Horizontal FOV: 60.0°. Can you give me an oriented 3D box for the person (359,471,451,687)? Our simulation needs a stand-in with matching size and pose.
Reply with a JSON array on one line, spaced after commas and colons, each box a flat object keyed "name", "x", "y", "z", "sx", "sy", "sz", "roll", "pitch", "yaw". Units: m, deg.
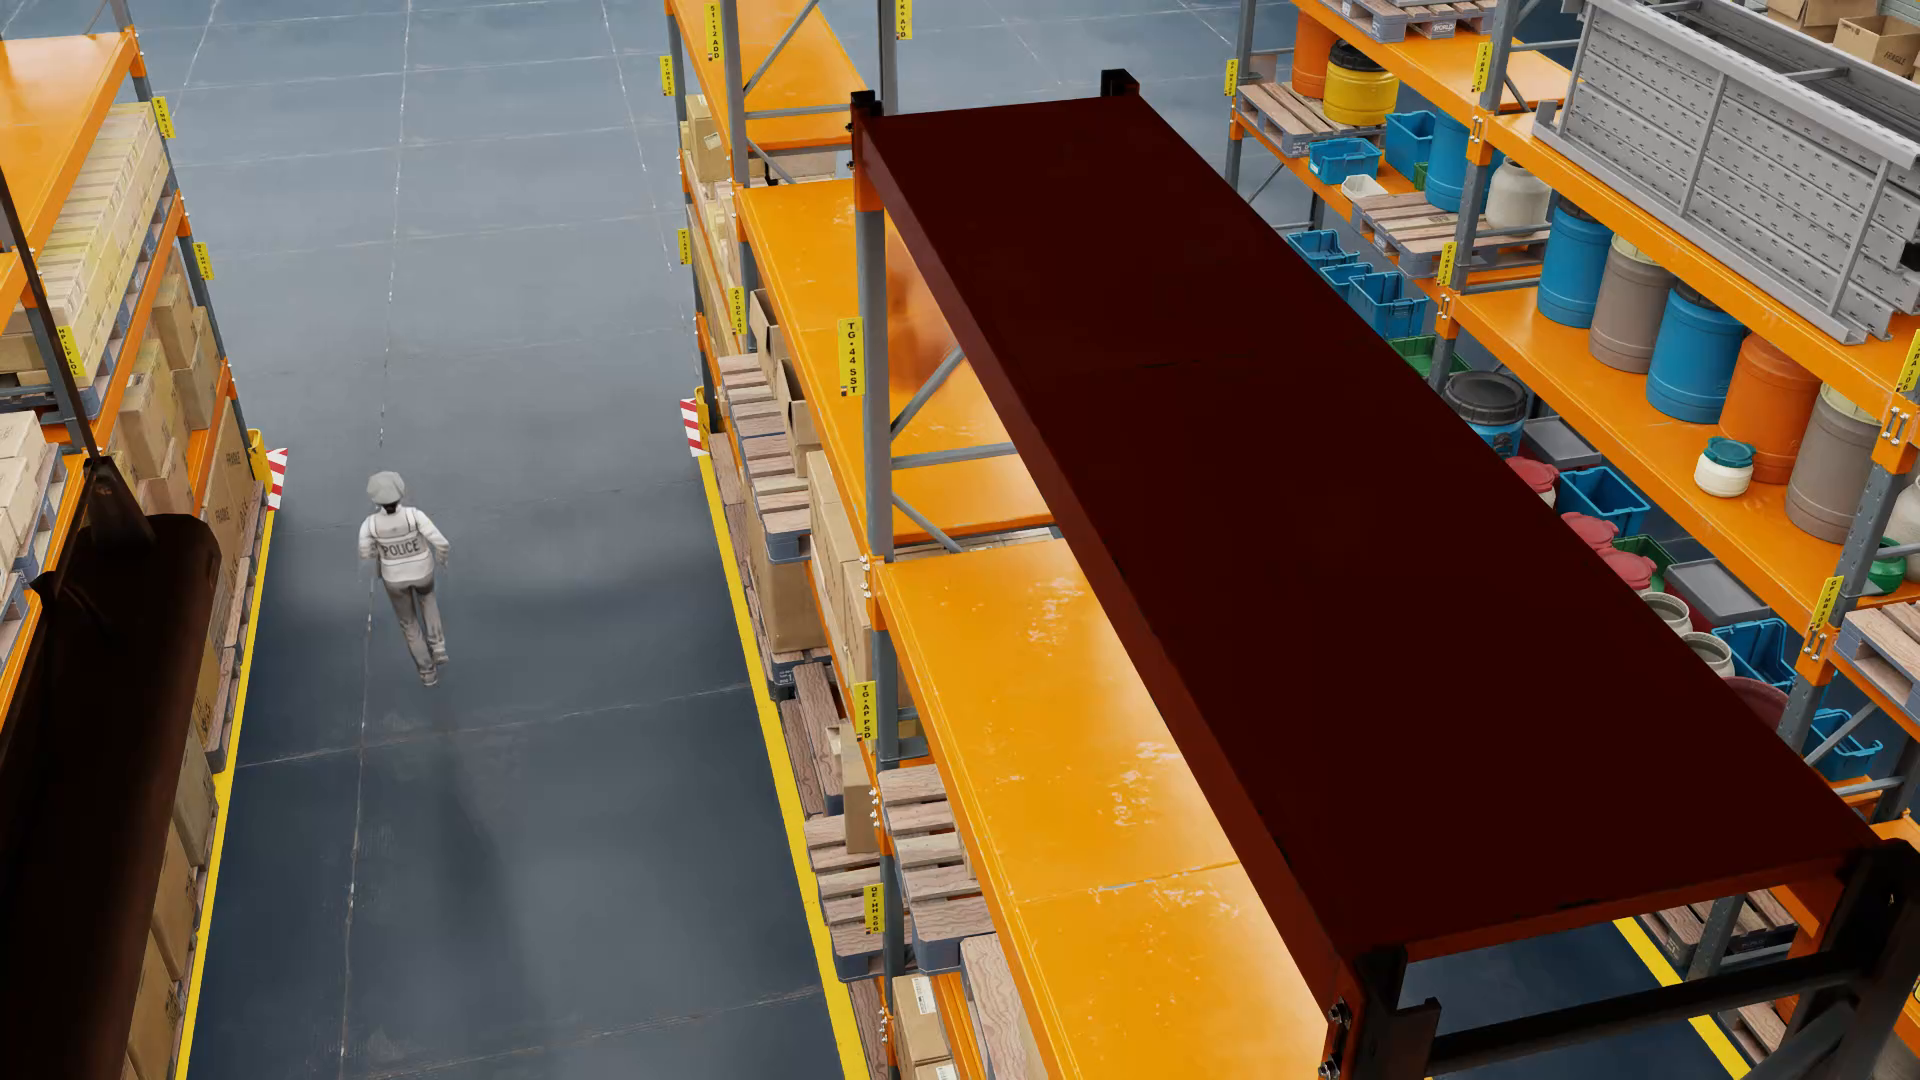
[{"name": "person", "x": -3.901, "y": 0.227, "z": 11.778, "sx": 0.593, "sy": 1.702, "sz": 0.621, "roll": -14, "pitch": 37, "yaw": -19}]
